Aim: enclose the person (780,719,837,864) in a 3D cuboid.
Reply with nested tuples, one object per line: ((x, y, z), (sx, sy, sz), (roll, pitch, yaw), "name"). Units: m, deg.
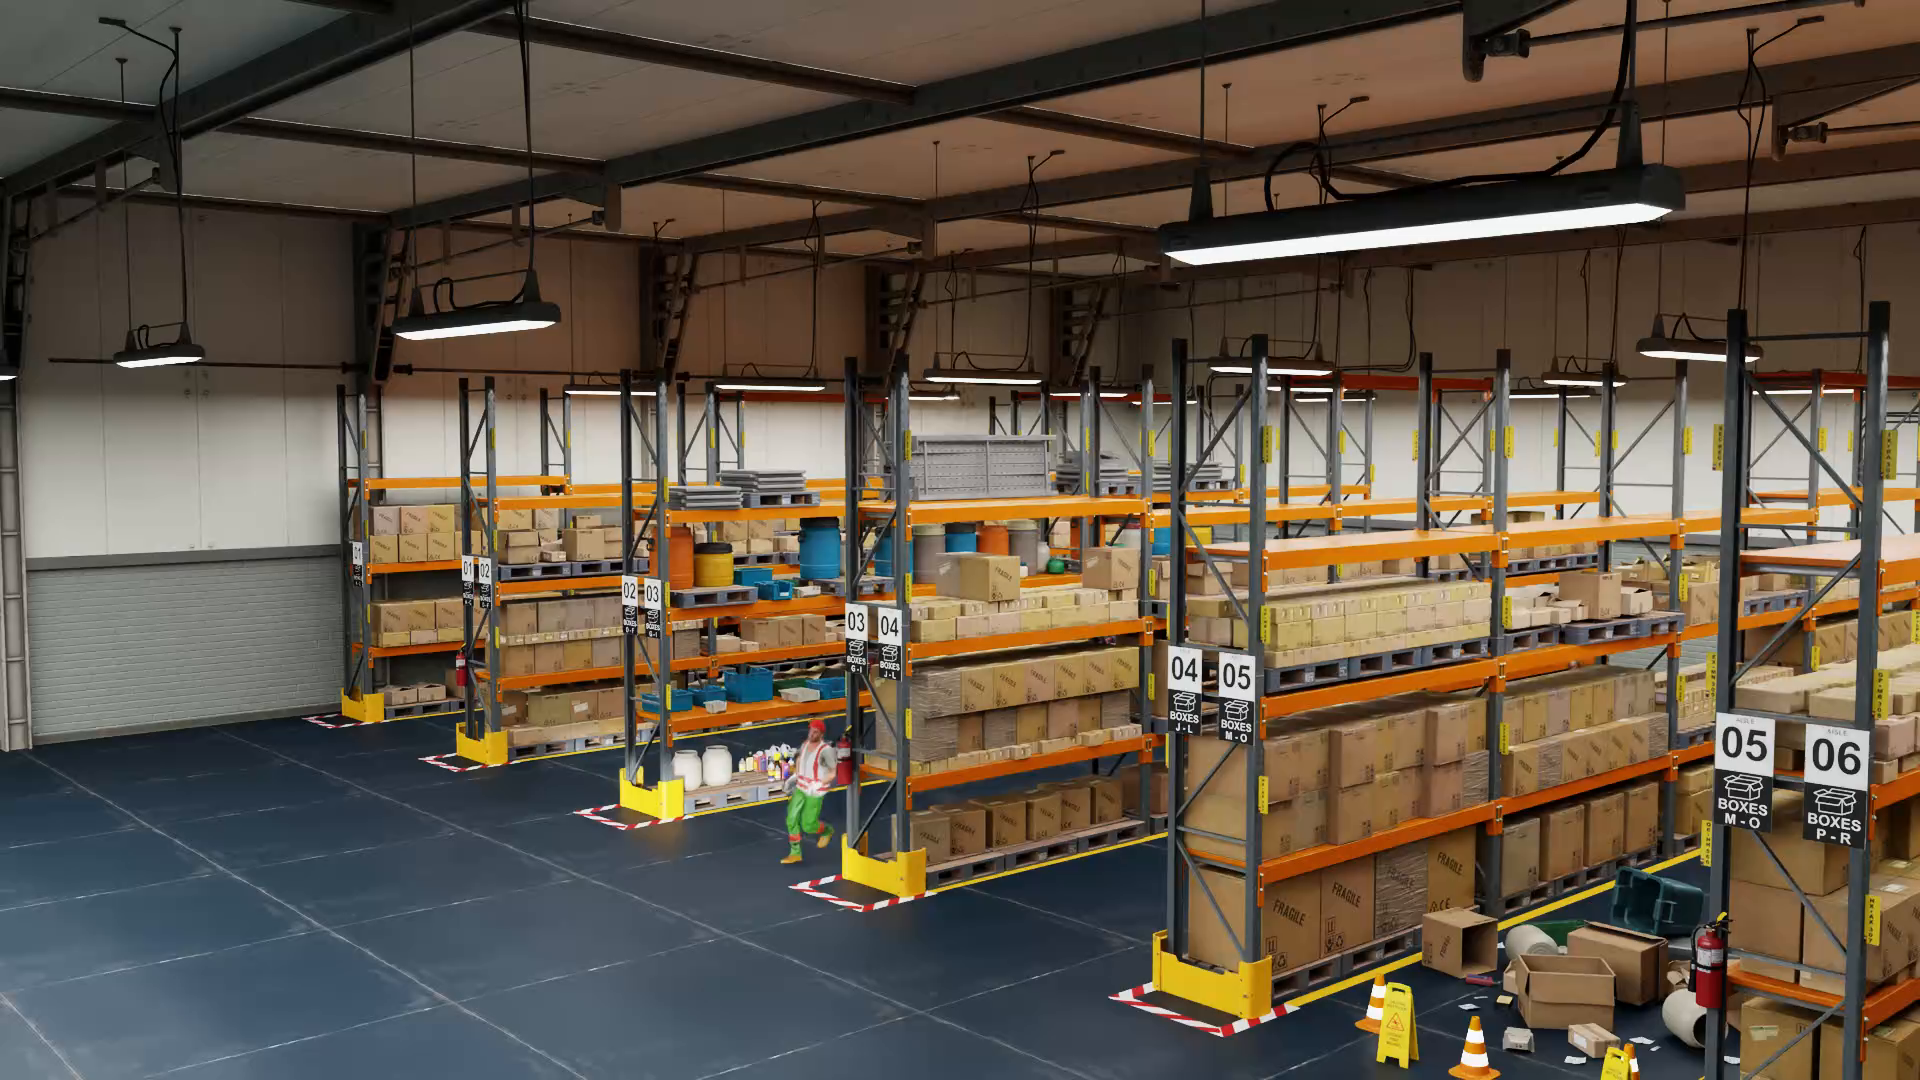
((-1.743, 2.996, 19.891), (0.712, 1.739, 0.753), (3, 5, 40), "person")

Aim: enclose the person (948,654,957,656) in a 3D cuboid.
((-0.011, 2.083, 29.656), (0.594, 1.710, 0.814), (3, 5, 42), "person")

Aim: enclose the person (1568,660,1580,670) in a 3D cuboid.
((9.473, 2.669, 25.654), (0.720, 1.695, 0.551), (-3, 5, -43), "person")
